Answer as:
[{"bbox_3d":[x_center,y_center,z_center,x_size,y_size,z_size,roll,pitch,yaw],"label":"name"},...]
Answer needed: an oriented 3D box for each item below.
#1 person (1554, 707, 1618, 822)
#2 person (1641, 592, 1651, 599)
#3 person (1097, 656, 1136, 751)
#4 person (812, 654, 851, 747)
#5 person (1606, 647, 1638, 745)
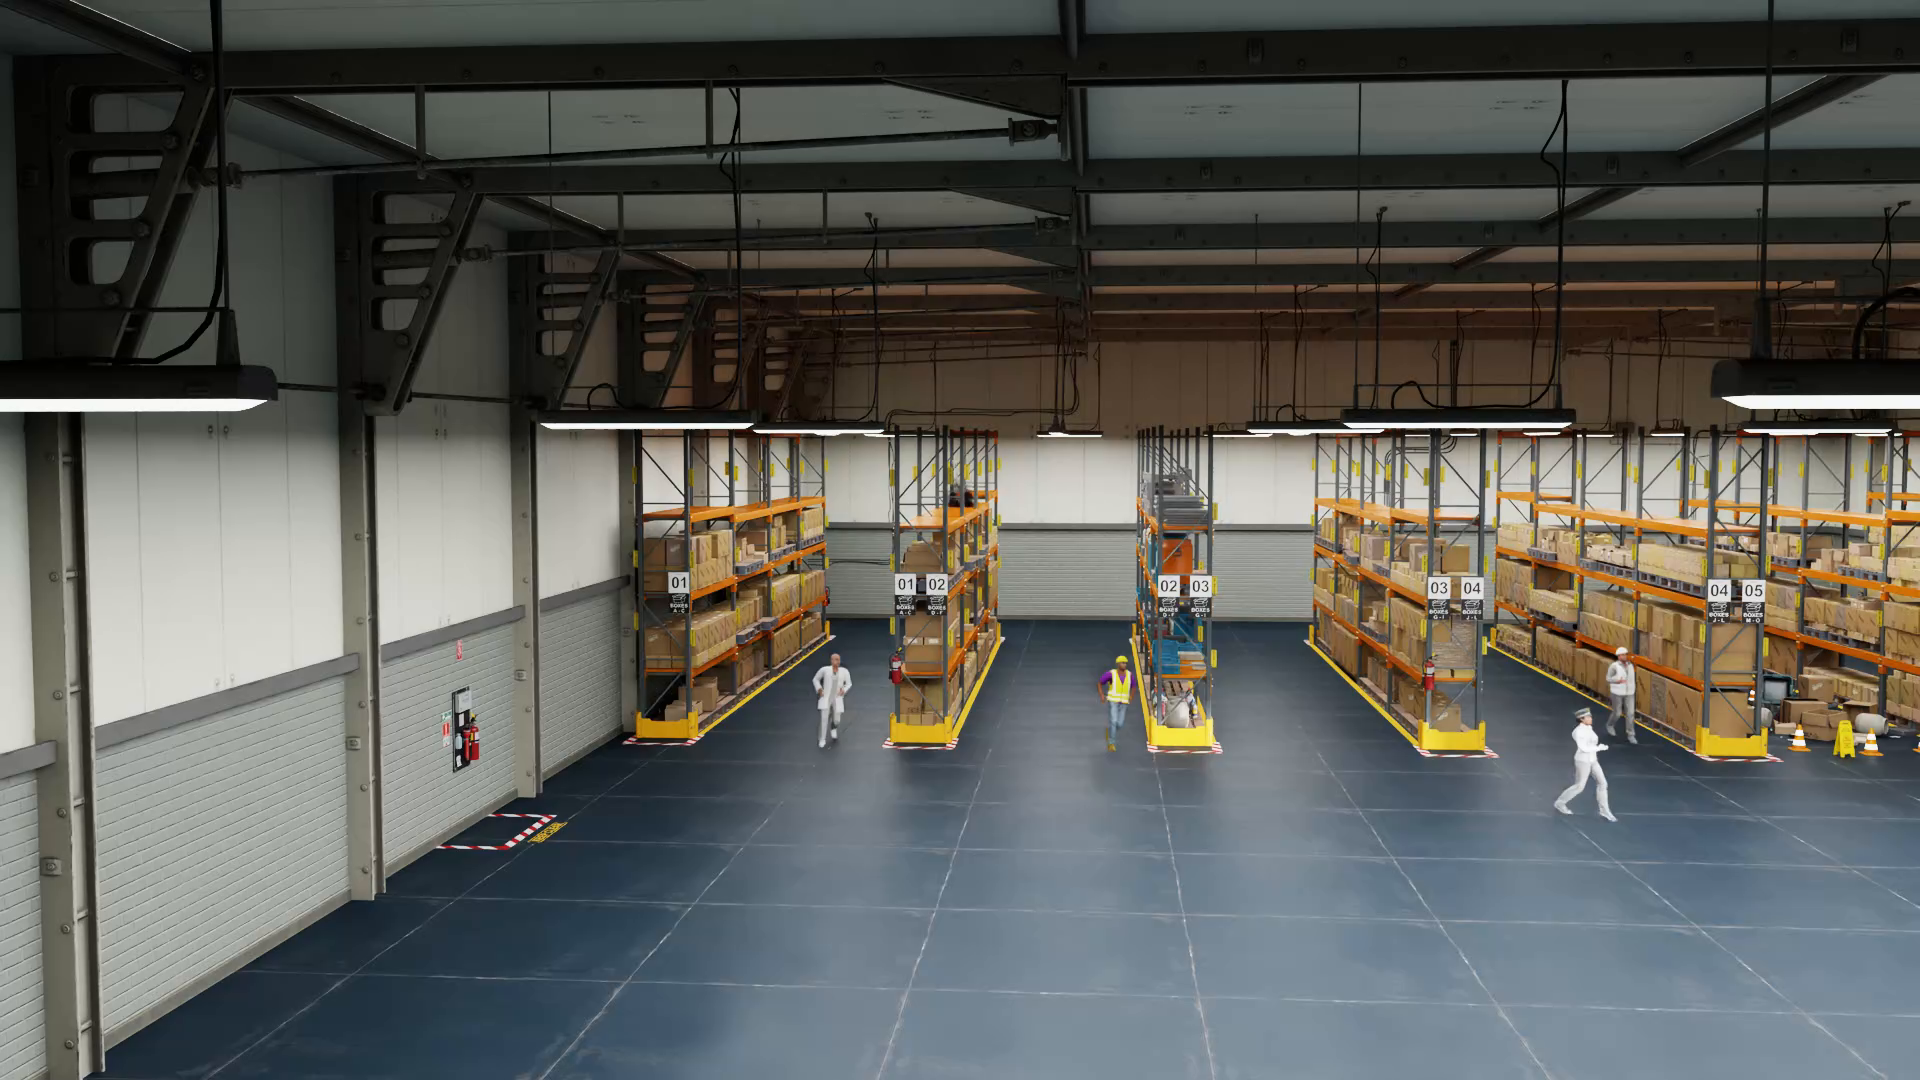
[{"bbox_3d":[9.475,3.373,25.131,0.896,1.714,0.622,3,4,37],"label":"person"},{"bbox_3d":[19.455,2.069,47.281,0.829,1.656,0.592,0,3,7],"label":"person"},{"bbox_3d":[2.928,3.016,30.969,0.743,1.735,0.759,-1,4,-14],"label":"person"},{"bbox_3d":[-2.411,3.002,31.389,0.728,1.710,0.718,-1,4,-12],"label":"person"},{"bbox_3d":[12.556,2.916,31.523,0.657,1.776,0.950,0,3,-4],"label":"person"}]
